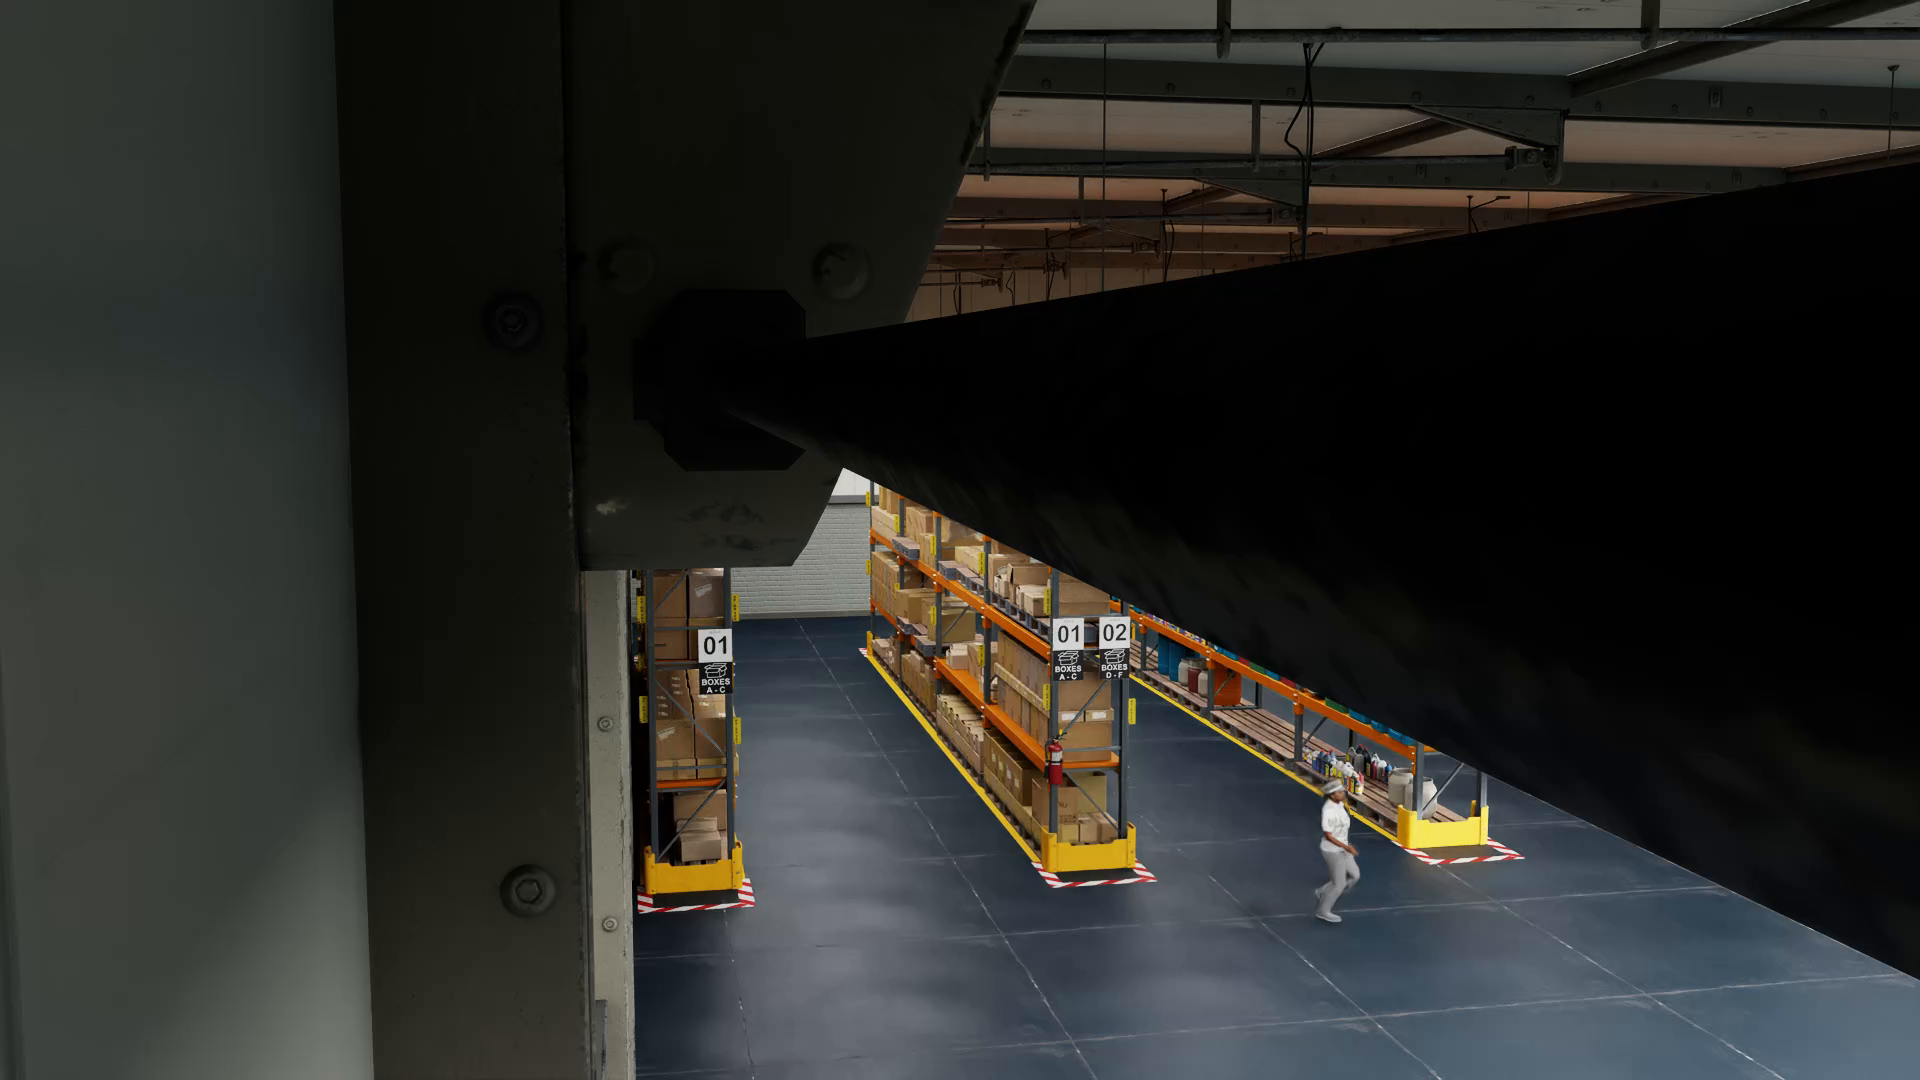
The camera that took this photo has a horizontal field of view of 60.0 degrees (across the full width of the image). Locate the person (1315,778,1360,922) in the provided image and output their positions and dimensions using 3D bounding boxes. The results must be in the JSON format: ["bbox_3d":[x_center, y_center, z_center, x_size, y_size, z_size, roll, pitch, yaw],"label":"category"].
[{"bbox_3d":[4.321,3.531,18.992,0.479,1.664,0.586,2,6,22],"label":"person"}]
